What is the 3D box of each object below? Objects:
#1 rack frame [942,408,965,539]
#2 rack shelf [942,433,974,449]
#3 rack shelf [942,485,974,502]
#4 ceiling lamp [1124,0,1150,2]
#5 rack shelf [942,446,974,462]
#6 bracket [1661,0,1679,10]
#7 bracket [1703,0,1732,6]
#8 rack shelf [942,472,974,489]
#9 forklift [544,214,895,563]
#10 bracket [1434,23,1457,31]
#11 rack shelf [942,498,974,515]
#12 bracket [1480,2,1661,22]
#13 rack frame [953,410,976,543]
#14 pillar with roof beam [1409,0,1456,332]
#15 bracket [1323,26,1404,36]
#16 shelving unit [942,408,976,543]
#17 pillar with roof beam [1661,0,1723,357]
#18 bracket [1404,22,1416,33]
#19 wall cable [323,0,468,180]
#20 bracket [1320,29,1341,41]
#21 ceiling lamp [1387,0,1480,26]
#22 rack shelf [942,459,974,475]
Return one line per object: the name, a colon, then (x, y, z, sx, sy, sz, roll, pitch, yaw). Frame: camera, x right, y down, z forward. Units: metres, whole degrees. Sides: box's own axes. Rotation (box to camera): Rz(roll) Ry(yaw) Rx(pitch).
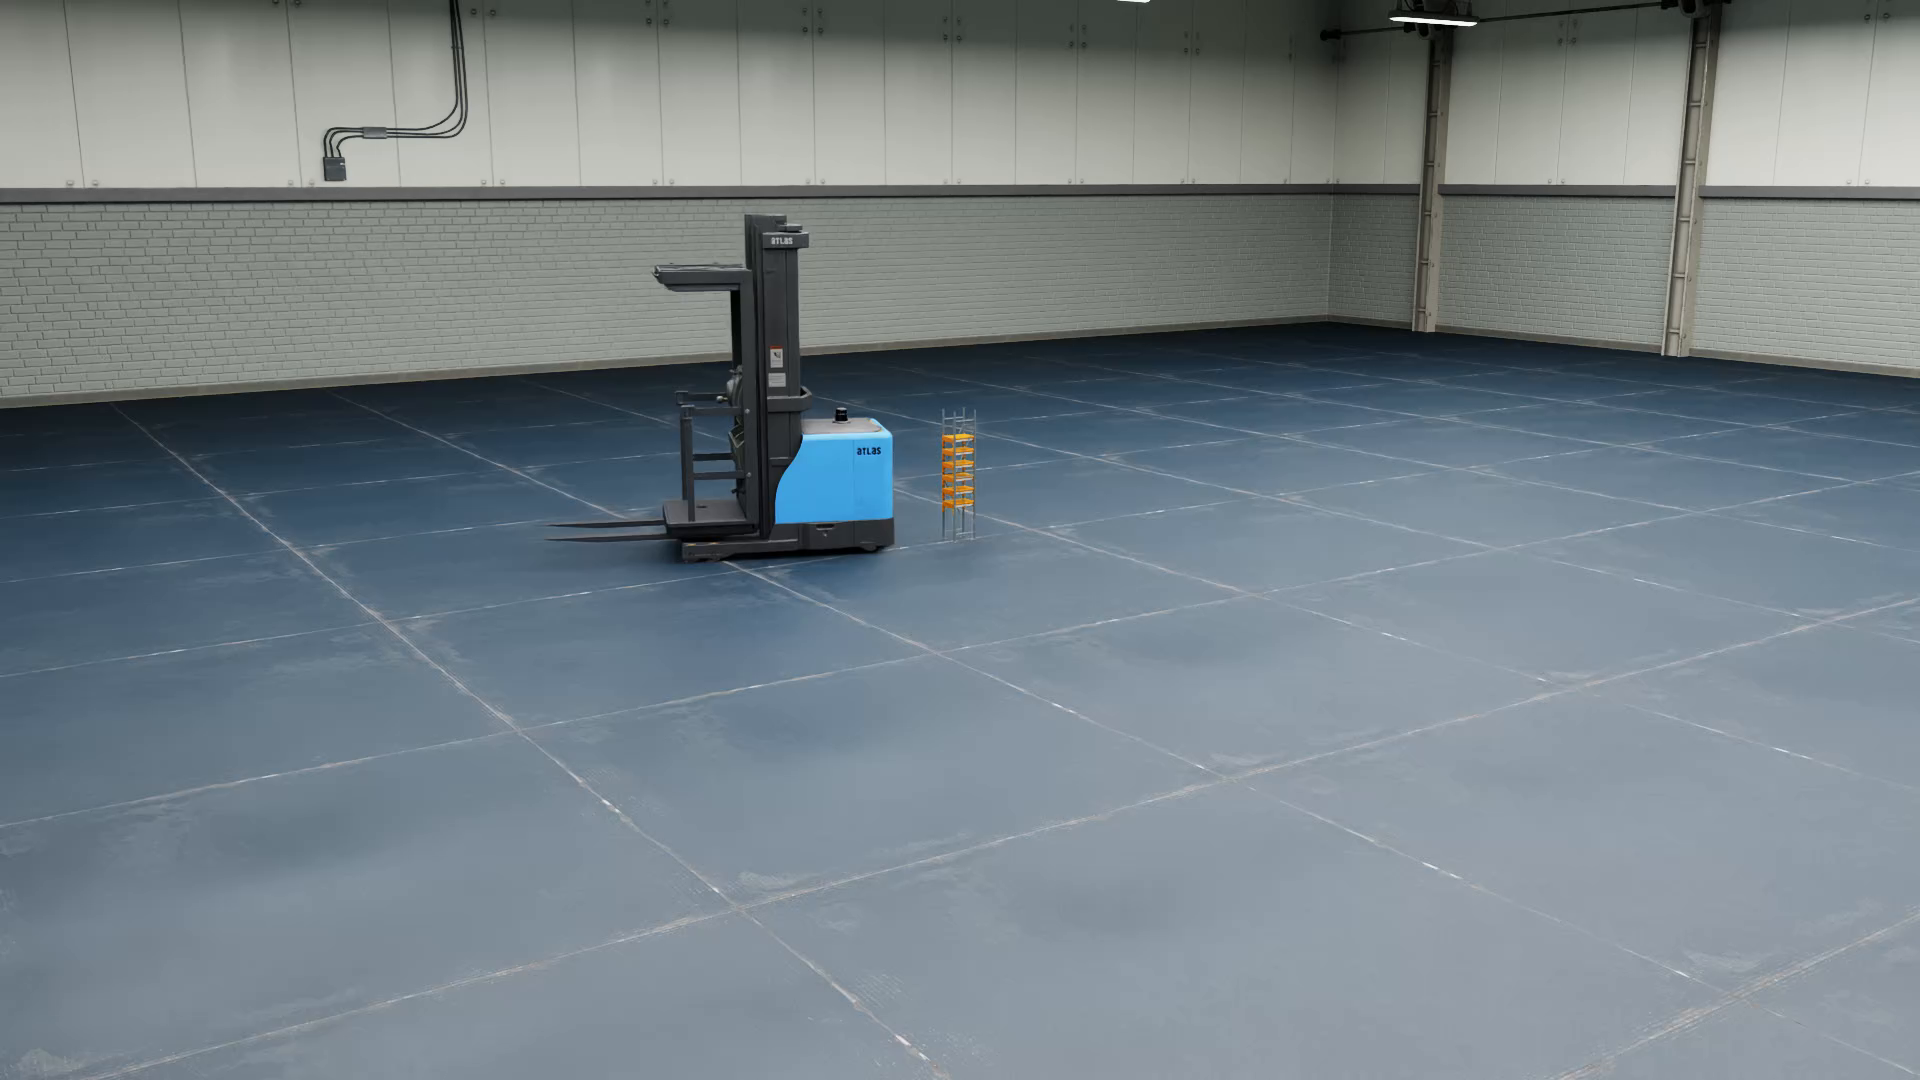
rack frame: (-0.059, -0.605, 15.208, 0.240, 1.200, 0.006, -8, 15, -33)
rack shelf: (-0.008, -0.897, 15.066, 0.258, 0.103, 0.180, -8, 15, -33)
rack shelf: (-0.008, -0.428, 15.169, 0.258, 0.103, 0.180, -8, 15, -33)
ceiling lamp: (1.893, -9.607, 24.452, 2.000, 3.185, 0.800, -8, 15, -33)
rack shelf: (-0.008, -0.780, 15.092, 0.258, 0.103, 0.180, -8, 15, -33)
bracket: (12.791, -9.621, 29.757, 0.235, 0.232, 0.430, -8, 15, -33)
bracket: (13.251, -9.474, 29.082, 0.235, 0.232, 0.430, -8, 15, -33)
rack shelf: (-0.008, -0.545, 15.143, 0.258, 0.103, 0.180, -8, 15, -33)
forklift: (-2.154, -1.358, 14.601, 3.031, 2.935, 1.130, -3, 13, -12)
bracket: (9.927, -10.541, 33.962, 0.235, 0.232, 0.430, -8, 15, -33)
rack shelf: (-0.008, -0.311, 15.194, 0.258, 0.103, 0.180, -8, 15, -33)
bracket: (11.354, -10.083, 31.866, 0.076, 0.066, 4.783, -8, 15, -33)
rack frame: (0.043, -0.572, 15.059, 0.240, 1.200, 0.006, -8, 15, -33)
pillar with roof beam: (6.408, -8.389, 32.546, 9.100, 9.000, 0.548, -8, 15, -33)
bracket: (8.481, -11.005, 36.084, 0.076, 0.066, 3.189, -8, 15, -33)
shelving unit: (-0.008, -0.589, 15.134, 0.258, 1.200, 0.189, -8, 15, -33)
pillar with roof beam: (9.733, -7.322, 27.666, 9.100, 9.000, 0.548, -8, 15, -33)
bracket: (9.467, -10.688, 34.637, 0.235, 0.232, 0.430, -8, 15, -33)
wall cable: (-8.851, -8.632, 25.700, 2.305, 6.003, 0.169, -8, 15, -33)
bracket: (8.154, -11.110, 36.564, 0.235, 0.232, 0.430, -8, 15, -33)
ceiling lamp: (8.004, -10.475, 28.425, 2.000, 3.185, 0.800, -8, 15, -33)
rack shelf: (-0.008, -0.663, 15.117, 0.258, 0.103, 0.180, -8, 15, -33)
